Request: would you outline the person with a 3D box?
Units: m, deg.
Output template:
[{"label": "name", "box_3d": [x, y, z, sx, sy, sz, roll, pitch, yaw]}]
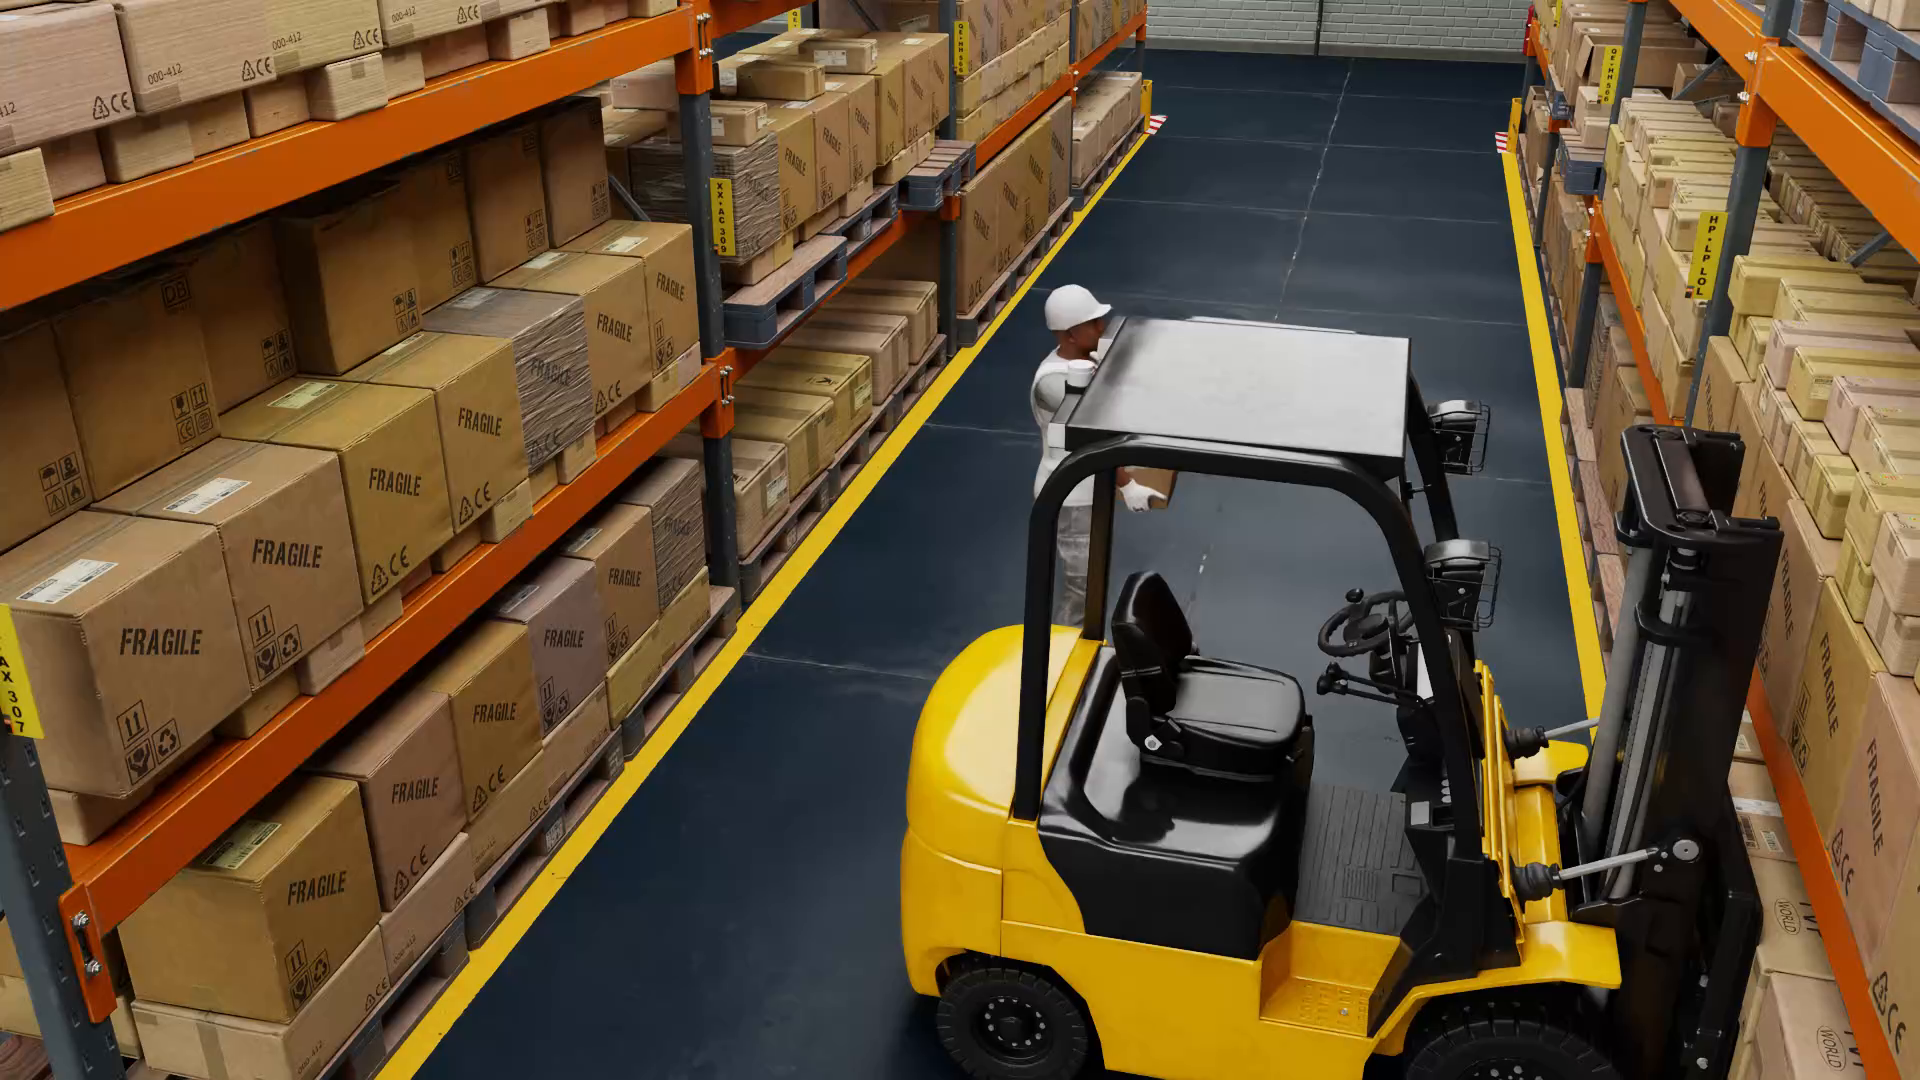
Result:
[{"label": "person", "box_3d": [0.603, -0.193, 7.002, 0.583, 1.778, 0.488, 7, 26, 14]}]
